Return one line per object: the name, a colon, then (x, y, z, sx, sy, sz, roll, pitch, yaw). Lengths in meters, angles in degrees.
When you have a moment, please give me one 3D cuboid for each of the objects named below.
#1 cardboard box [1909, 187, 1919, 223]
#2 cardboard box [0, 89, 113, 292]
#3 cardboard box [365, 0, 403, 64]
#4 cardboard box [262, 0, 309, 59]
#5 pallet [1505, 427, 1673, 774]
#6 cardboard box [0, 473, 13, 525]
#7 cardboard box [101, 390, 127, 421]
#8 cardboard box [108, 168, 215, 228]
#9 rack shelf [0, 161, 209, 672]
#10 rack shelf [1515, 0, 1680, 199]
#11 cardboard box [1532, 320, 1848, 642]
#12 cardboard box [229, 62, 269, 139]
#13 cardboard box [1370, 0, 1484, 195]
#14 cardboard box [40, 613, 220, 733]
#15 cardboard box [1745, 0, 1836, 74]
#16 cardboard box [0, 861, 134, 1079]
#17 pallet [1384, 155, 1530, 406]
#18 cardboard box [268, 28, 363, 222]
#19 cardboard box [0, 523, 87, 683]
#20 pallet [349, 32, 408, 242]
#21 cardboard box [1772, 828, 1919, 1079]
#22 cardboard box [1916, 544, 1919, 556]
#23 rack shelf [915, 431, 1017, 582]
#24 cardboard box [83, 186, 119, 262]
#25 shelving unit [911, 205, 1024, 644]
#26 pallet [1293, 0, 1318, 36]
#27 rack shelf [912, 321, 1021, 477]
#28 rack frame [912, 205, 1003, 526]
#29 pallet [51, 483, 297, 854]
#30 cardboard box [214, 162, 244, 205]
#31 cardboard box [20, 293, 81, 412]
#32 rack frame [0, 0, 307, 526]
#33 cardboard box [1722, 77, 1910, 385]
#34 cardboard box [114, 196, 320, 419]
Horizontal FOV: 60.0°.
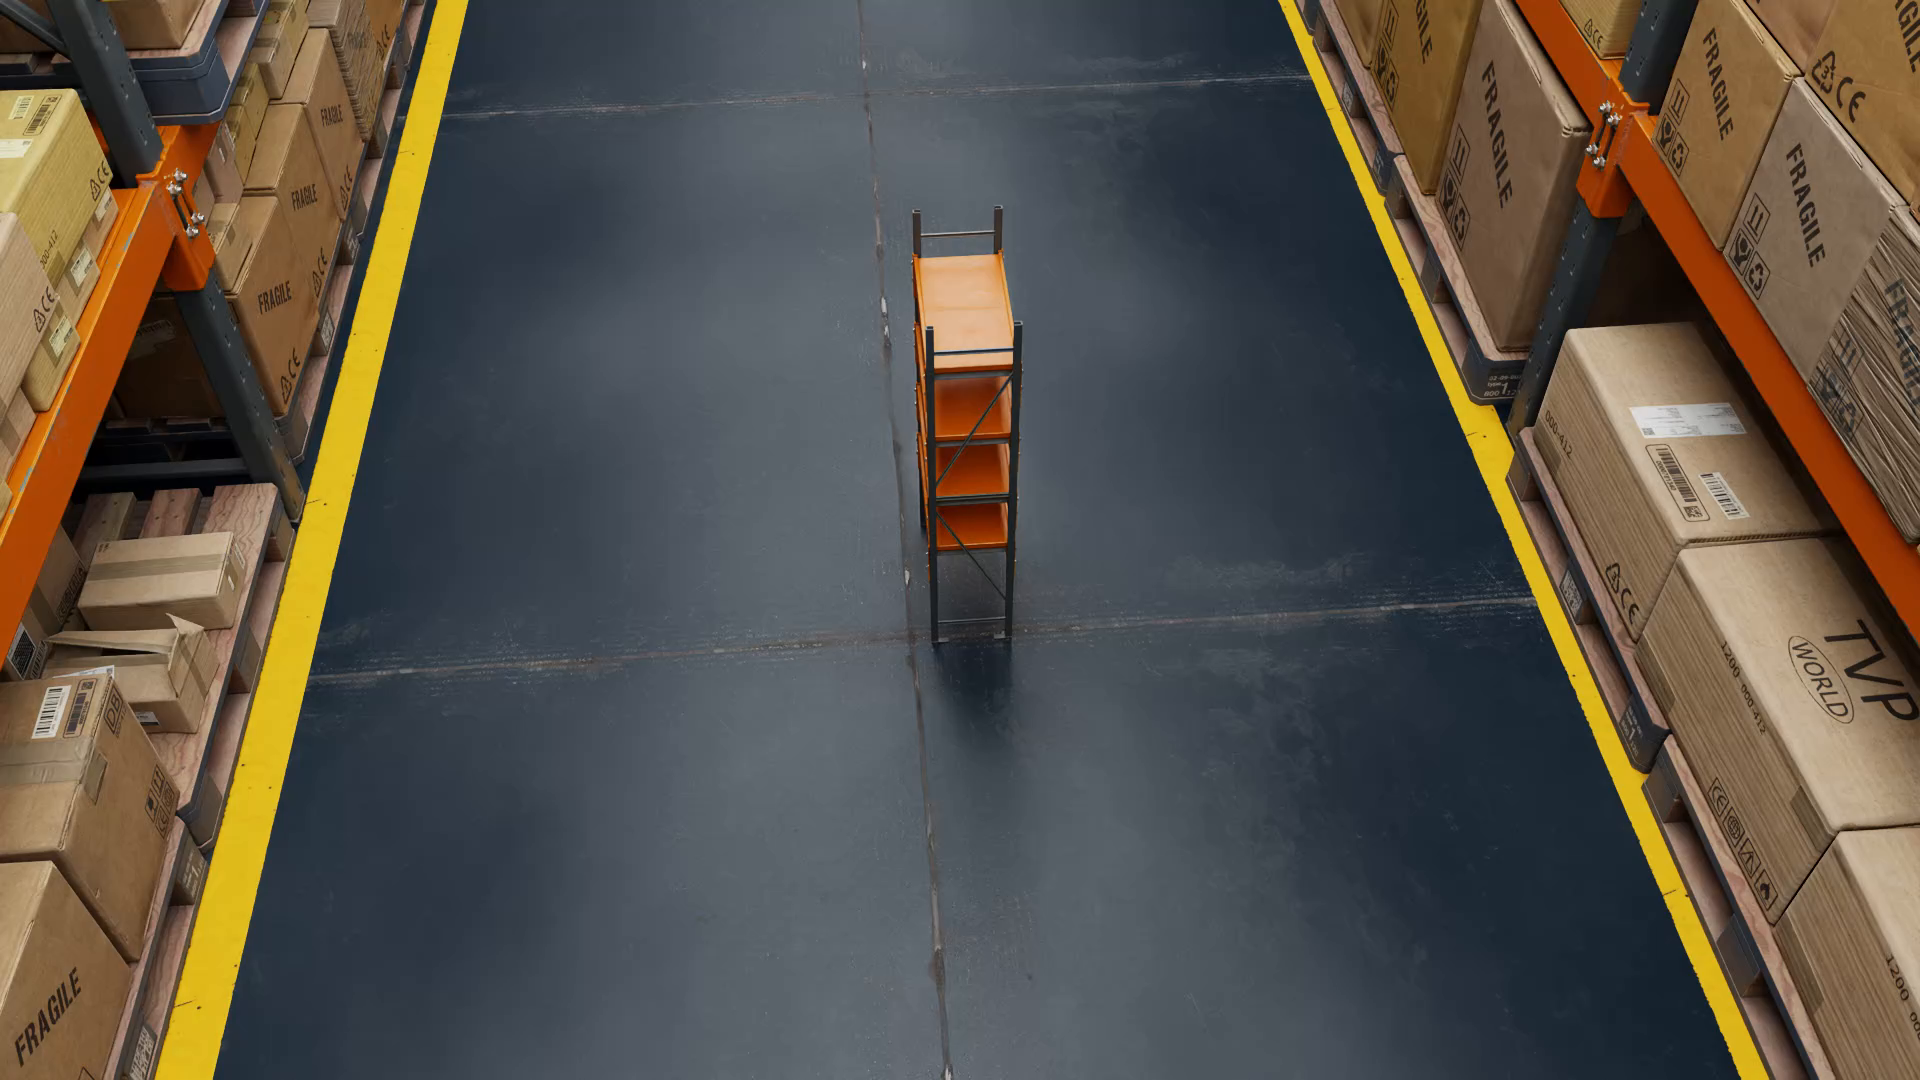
cardboard box: (2.206, -0.680, 3.070, 0.500, 0.500, 0.500, -3, 47, -3)
cardboard box: (-2.320, -0.791, 3.832, 0.500, 0.250, 0.500, -2, 47, -2)
cardboard box: (-2.613, -2.239, 6.737, 0.500, 0.500, 0.500, -2, 47, -2)
cardboard box: (-2.542, -1.818, 5.892, 0.380, 0.149, 0.250, -2, 47, -2)
pallet: (2.326, 0.116, 4.995, 1.003, 0.211, 1.213, -3, 47, -3)
cardboard box: (-2.194, -0.044, 3.399, 0.380, 0.149, 0.250, -4, 47, -4)
cardboard box: (-2.942, -0.716, 5.294, 0.500, 0.500, 0.500, -4, 47, -3)
cardboard box: (-2.431, -0.976, 4.889, 0.380, 0.149, 0.250, -4, 47, -4)
rack shelf: (-2.438, 0.601, 3.111, 1.077, 0.370, 4.000, -3, 47, -3)
rack shelf: (2.173, -2.598, 6.140, 1.077, 0.370, 4.000, -3, 47, -3)
cardboard box: (2.286, -0.201, 4.850, 0.875, 0.438, 0.875, -4, 47, -4)
cardboard box: (-2.540, -1.456, 5.548, 0.380, 0.149, 0.250, -4, 47, -4)
cardboard box: (2.125, -1.909, 6.166, 0.875, 0.875, 0.875, -2, 47, -2)
cardboard box: (-2.237, 0.345, 4.451, 0.396, 0.266, 0.258, -2, 47, -2)
cardboard box: (2.139, -1.417, 3.769, 0.500, 0.500, 0.500, -3, 47, -3)
cardboard box: (-2.205, 1.058, 3.615, 0.500, 0.500, 0.500, -3, 47, -3)
pallet: (2.200, -0.993, 6.045, 1.003, 0.211, 1.213, -3, 47, -3)
cardboard box: (-2.514, -1.488, 6.026, 0.500, 0.500, 0.500, -5, 47, -4)
cardboard box: (-2.786, 0.179, 4.577, 0.500, 0.311, 0.500, -2, 47, -2)
pallet: (-2.817, -1.606, 6.626, 1.003, 0.211, 1.213, -3, 47, -3)
cardboard box: (2.435, 1.099, 3.618, 0.875, 0.438, 0.875, -2, 47, -2)
cardboard box: (2.235, 0.020, 3.096, 0.500, 0.500, 0.500, -2, 47, -2)
rack shelf: (0.014, -0.110, 4.894, 0.258, 0.148, 0.480, -3, 47, -3)
cardboard box: (-2.327, -0.792, 4.107, 0.380, 0.149, 0.250, -3, 47, -3)
shelving unit: (0.014, -0.293, 4.701, 0.258, 1.200, 0.503, -3, 47, -3)
pallet: (1.996, -2.758, 7.717, 1.003, 0.211, 1.213, -3, 47, -3)
rack shelf: (0.014, -0.400, 4.587, 0.258, 0.148, 0.480, -3, 47, -3)
rack frame: (-0.007, -0.469, 4.868, 0.240, 1.200, 0.015, -3, 47, -3)
pallet: (-2.549, 0.362, 4.762, 1.003, 0.211, 1.213, -3, 47, -3)
cardboard box: (-2.471, -1.073, 5.186, 0.380, 0.149, 0.250, -5, 47, -4)
cardboard box: (-2.238, -0.418, 3.753, 0.380, 0.149, 0.250, -2, 47, -2)
rack frame: (-2.606, -1.094, 4.220, 1.000, 3.000, 0.127, -3, 47, -3)
cardboard box: (2.157, -0.713, 3.790, 0.500, 0.500, 0.500, -3, 47, -3)
cardboard box: (-2.422, -0.742, 5.319, 0.500, 0.500, 0.500, -2, 47, -2)
